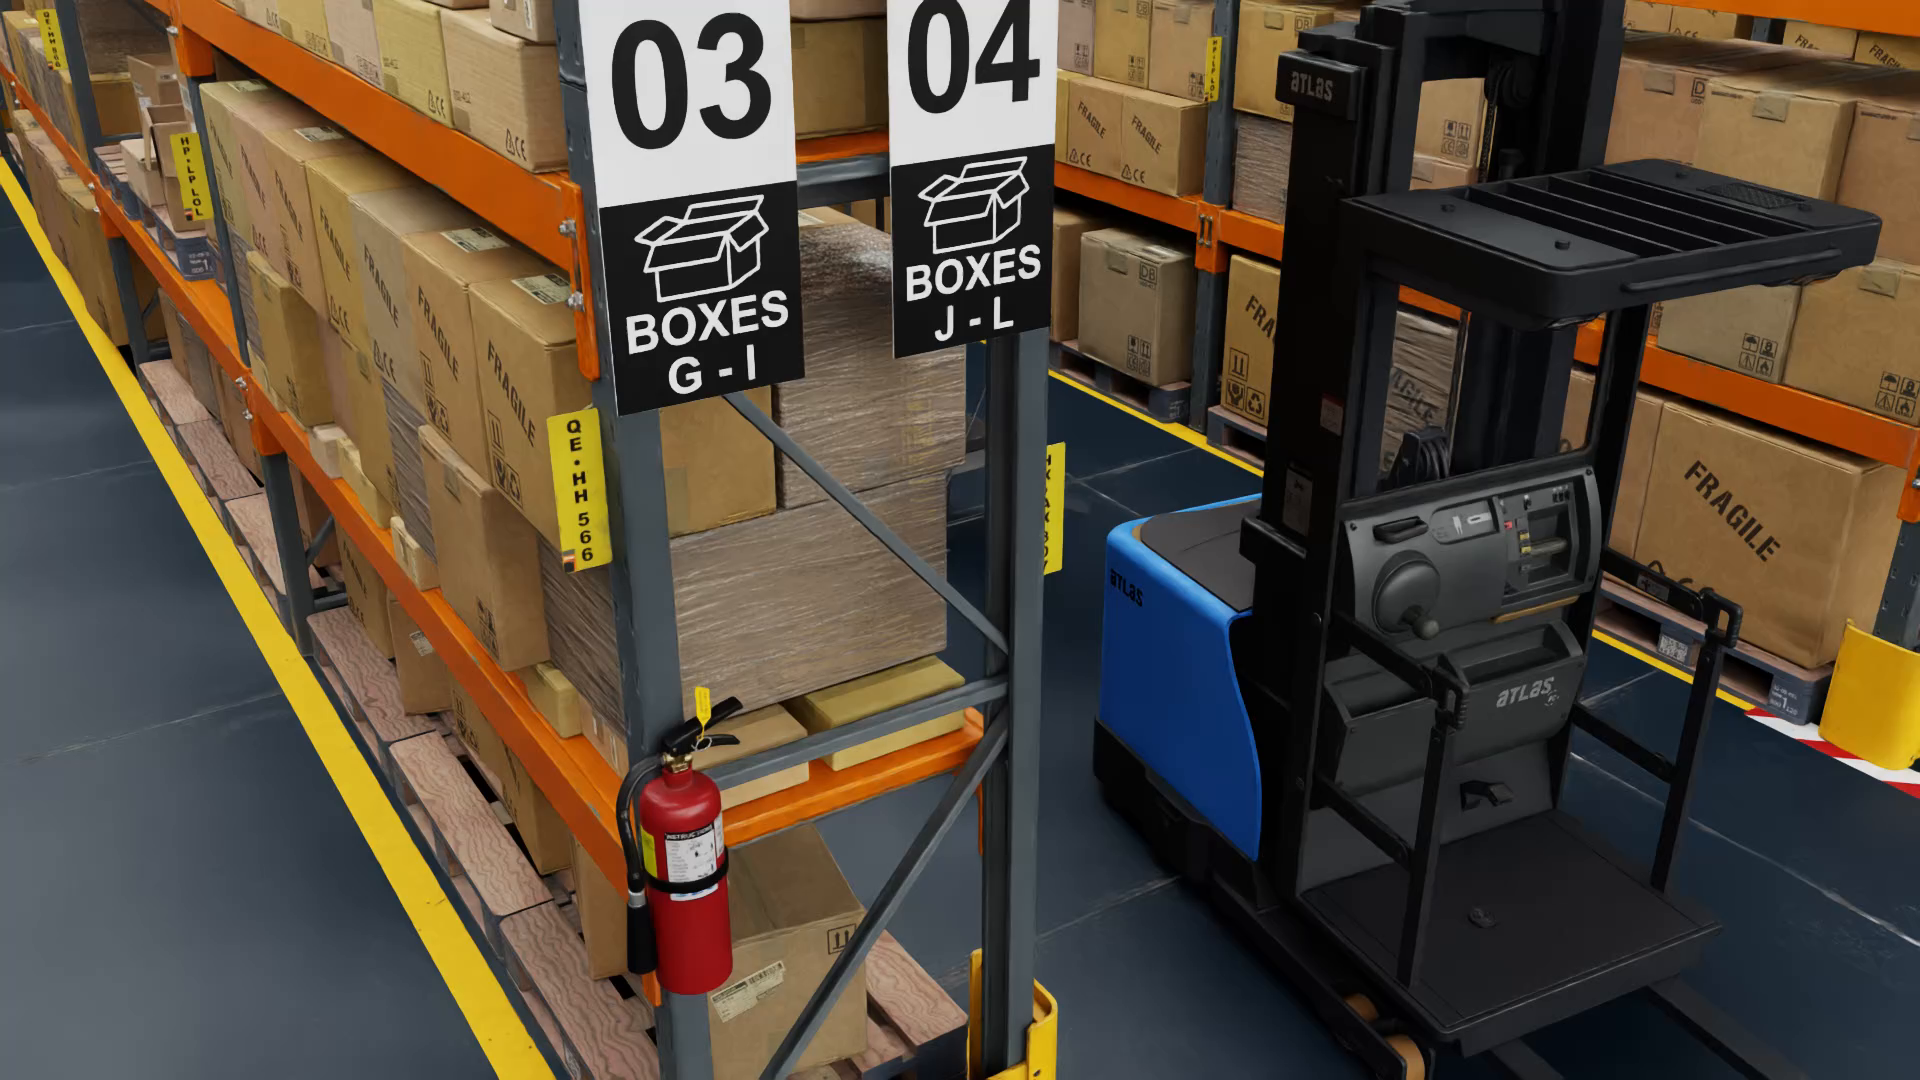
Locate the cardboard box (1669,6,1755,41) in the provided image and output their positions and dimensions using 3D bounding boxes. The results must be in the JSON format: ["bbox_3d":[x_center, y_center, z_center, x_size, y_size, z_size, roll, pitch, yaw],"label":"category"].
[{"bbox_3d":[5.419,-3.770,11.765,0.500,0.500,0.500,-16,30,-31],"label":"cardboard box"}]

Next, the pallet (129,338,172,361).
[{"bbox_3d":[-4.990,-1.448,11.071,1.003,0.211,1.213,-16,29,-30],"label":"pallet"}]

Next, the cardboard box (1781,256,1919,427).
[{"bbox_3d":[3.715,-0.858,6.378,0.875,0.550,0.550,-16,29,-30],"label":"cardboard box"}]

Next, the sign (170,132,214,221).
[{"bbox_3d":[-2.902,-1.372,6.286,0.100,0.325,0.005,-16,29,-30],"label":"sign"}]

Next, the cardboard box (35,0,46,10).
[{"bbox_3d":[-6.086,-3.865,11.630,0.797,0.503,0.637,-15,29,-29],"label":"cardboard box"}]

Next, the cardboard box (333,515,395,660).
[{"bbox_3d":[-2.254,0.114,6.931,0.500,0.500,0.500,-17,30,-31],"label":"cardboard box"}]

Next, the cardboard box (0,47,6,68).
[{"bbox_3d":[-7.388,-3.852,13.190,0.380,0.149,0.250,-15,29,-29],"label":"cardboard box"}]

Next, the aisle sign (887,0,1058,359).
[{"bbox_3d":[0.030,-0.772,3.326,0.394,0.787,0.004,-16,29,-30],"label":"aisle sign"}]

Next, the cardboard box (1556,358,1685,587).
[{"bbox_3d":[3.048,-0.439,7.662,0.875,0.875,0.875,-16,30,-30],"label":"cardboard box"}]

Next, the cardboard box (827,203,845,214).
[{"bbox_3d":[-0.990,-2.763,13.026,0.500,0.500,0.500,-16,29,-30],"label":"cardboard box"}]

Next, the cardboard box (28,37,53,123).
[{"bbox_3d":[-5.930,-3.121,11.229,0.500,0.500,0.500,-15,29,-29],"label":"cardboard box"}]

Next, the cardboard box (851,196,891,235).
[{"bbox_3d":[-0.155,-2.463,12.098,1.050,0.750,0.750,-16,30,-30],"label":"cardboard box"}]

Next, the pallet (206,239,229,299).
[{"bbox_3d":[-2.735,-1.200,7.502,1.003,0.211,1.213,-16,29,-30],"label":"pallet"}]

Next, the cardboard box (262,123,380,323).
[{"bbox_3d":[-1.860,-1.033,5.288,0.500,0.500,0.500,-16,29,-30],"label":"cardboard box"}]

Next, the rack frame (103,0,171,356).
[{"bbox_3d":[-4.620,-2.411,9.842,0.949,2.616,0.053,-16,29,-30],"label":"rack frame"}]

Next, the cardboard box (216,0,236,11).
[{"bbox_3d":[-2.115,-1.859,5.336,0.500,0.250,0.500,-16,30,-30],"label":"cardboard box"}]

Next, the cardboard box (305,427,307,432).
[{"bbox_3d":[-2.144,-0.456,5.996,0.380,0.149,0.250,-16,29,-30],"label":"cardboard box"}]

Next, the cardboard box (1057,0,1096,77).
[{"bbox_3d":[0.938,-3.137,10.092,0.700,0.500,0.500,-15,29,-29],"label":"cardboard box"}]

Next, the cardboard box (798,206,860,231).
[{"bbox_3d":[-0.595,-0.621,4.415,0.500,0.500,0.500,-16,29,-30],"label":"cardboard box"}]

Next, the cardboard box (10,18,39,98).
[{"bbox_3d":[-6.490,-3.483,11.998,0.500,0.500,0.500,-15,29,-29],"label":"cardboard box"}]

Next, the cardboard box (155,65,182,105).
[{"bbox_3d":[-3.906,-2.285,8.967,0.700,0.500,0.500,-11,27,-22],"label":"cardboard box"}]

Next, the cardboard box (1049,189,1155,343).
[{"bbox_3d":[0.834,-1.818,10.731,1.050,0.750,0.750,-16,29,-30],"label":"cardboard box"}]

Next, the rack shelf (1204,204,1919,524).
[{"bbox_3d":[2.863,-1.058,7.820,1.077,0.370,4.000,-16,29,-30],"label":"rack shelf"}]

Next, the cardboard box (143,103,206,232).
[{"bbox_3d":[-3.463,-1.814,7.966,0.797,0.503,0.637,-12,28,-24],"label":"cardboard box"}]

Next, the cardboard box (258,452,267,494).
[{"bbox_3d":[-3.001,-0.447,8.096,0.700,0.500,0.500,-16,29,-30],"label":"cardboard box"}]

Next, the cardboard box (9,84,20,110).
[{"bbox_3d":[-8.077,-3.964,15.131,0.875,0.875,0.875,-16,29,-30],"label":"cardboard box"}]

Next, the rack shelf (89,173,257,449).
[{"bbox_3d":[-3.531,-1.369,8.479,1.077,0.370,4.000,-16,29,-30],"label":"rack shelf"}]

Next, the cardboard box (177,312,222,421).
[{"bbox_3d":[-3.927,-1.048,9.369,0.700,0.500,0.500,-18,31,-34],"label":"cardboard box"}]

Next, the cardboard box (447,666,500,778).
[{"bbox_3d":[-1.531,0.521,6.070,0.500,0.500,0.500,-19,31,-34],"label":"cardboard box"}]

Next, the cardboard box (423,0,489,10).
[{"bbox_3d":[-0.954,-1.237,3.551,0.380,0.149,0.250,-17,30,-32],"label":"cardboard box"}]

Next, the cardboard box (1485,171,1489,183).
[{"bbox_3d":[2.872,-1.459,7.652,0.875,0.550,0.500,-16,29,-30],"label":"cardboard box"}]

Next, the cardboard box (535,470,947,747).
[{"bbox_3d":[-0.533,0.069,4.125,0.875,0.500,0.500,-16,29,-30],"label":"cardboard box"}]

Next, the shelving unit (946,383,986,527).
[{"bbox_3d":[4.739,-3.818,10.194,12.070,5.092,0.667,-16,29,-30],"label":"shelving unit"}]

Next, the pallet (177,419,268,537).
[{"bbox_3d":[-3.536,-0.433,8.920,1.003,0.211,1.213,-16,29,-30],"label":"pallet"}]

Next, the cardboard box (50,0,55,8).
[{"bbox_3d":[-5.362,-3.408,10.662,0.797,0.503,0.637,-15,29,-28],"label":"cardboard box"}]

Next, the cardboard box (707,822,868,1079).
[{"bbox_3d":[-0.582,1.165,4.705,0.500,0.500,0.500,-10,27,-20],"label":"cardboard box"}]

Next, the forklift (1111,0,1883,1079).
[{"bbox_3d":[1.596,0.067,4.676,1.121,2.935,3.031,-12,28,-23],"label":"forklift"}]

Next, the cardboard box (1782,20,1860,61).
[{"bbox_3d":[5.871,-3.246,11.147,0.500,0.500,0.500,-16,29,-30],"label":"cardboard box"}]

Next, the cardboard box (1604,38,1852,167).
[{"bbox_3d":[3.216,-1.773,7.052,0.875,0.550,0.550,-16,29,-30],"label":"cardboard box"}]

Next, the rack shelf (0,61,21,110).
[{"bbox_3d":[-7.898,-4.230,14.540,1.077,0.370,4.000,-16,29,-30],"label":"rack shelf"}]

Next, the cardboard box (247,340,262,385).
[{"bbox_3d":[-2.574,-0.718,6.552,0.380,0.149,0.250,-16,29,-30],"label":"cardboard box"}]

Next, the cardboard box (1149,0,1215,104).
[{"bbox_3d":[1.496,-2.772,9.321,0.700,0.500,0.500,-16,30,-30],"label":"cardboard box"}]

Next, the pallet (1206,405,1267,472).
[{"bbox_3d":[2.121,-0.548,9.163,1.003,0.211,1.213,-16,29,-30],"label":"pallet"}]

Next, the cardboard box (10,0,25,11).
[{"bbox_3d":[-7.281,-4.348,12.896,0.500,0.500,0.500,-15,29,-28],"label":"cardboard box"}]

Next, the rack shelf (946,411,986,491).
[{"bbox_3d":[-0.090,-0.363,8.232,0.431,0.518,0.480,-16,29,-30],"label":"rack shelf"}]

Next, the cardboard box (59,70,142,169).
[{"bbox_3d":[-5.100,-2.574,10.071,0.500,0.500,0.500,-15,29,-28],"label":"cardboard box"}]

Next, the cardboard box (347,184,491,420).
[{"bbox_3d":[-1.312,-0.676,4.532,0.500,0.500,0.500,-16,29,-30],"label":"cardboard box"}]

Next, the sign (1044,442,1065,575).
[{"bbox_3d":[0.199,-0.066,3.863,0.100,0.325,0.005,-16,29,-30],"label":"sign"}]

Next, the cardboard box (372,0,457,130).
[{"bbox_3d":[-1.007,-1.128,3.788,0.500,0.250,0.500,-15,29,-29],"label":"cardboard box"}]

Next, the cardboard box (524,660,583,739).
[{"bbox_3d":[-0.900,0.344,4.301,0.380,0.149,0.250,-16,29,-30],"label":"cardboard box"}]

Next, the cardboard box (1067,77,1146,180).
[{"bbox_3d":[0.987,-2.449,9.807,0.500,0.500,0.500,-16,30,-30],"label":"cardboard box"}]

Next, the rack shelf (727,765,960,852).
[{"bbox_3d":[-1.347,-0.003,5.418,0.831,0.071,3.687,-16,29,-30],"label":"rack shelf"}]

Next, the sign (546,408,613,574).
[{"bbox_3d":[-0.732,-0.093,3.206,0.100,0.325,0.005,-16,29,-30],"label":"sign"}]

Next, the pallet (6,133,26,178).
[{"bbox_3d":[-10.994,-1.999,10.716,11.163,1.510,7.627,-16,29,-30],"label":"pallet"}]

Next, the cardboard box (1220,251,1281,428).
[{"bbox_3d":[2.056,-1.087,9.035,0.875,0.875,0.875,-15,29,-29],"label":"cardboard box"}]

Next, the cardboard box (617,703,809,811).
[{"bbox_3d":[-0.584,0.511,3.947,0.380,0.149,0.250,-16,29,-30],"label":"cardboard box"}]

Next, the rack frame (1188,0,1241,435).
[{"bbox_3d":[1.772,-2.099,9.182,1.000,3.000,0.127,-16,29,-30],"label":"rack frame"}]

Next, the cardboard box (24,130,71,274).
[{"bbox_3d":[-7.353,-3.655,13.757,1.225,1.489,5.750,-17,30,-31],"label":"cardboard box"}]

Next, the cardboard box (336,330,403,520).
[{"bbox_3d":[-1.505,-0.450,5.397,0.875,0.649,0.860,-16,29,-30],"label":"cardboard box"}]
